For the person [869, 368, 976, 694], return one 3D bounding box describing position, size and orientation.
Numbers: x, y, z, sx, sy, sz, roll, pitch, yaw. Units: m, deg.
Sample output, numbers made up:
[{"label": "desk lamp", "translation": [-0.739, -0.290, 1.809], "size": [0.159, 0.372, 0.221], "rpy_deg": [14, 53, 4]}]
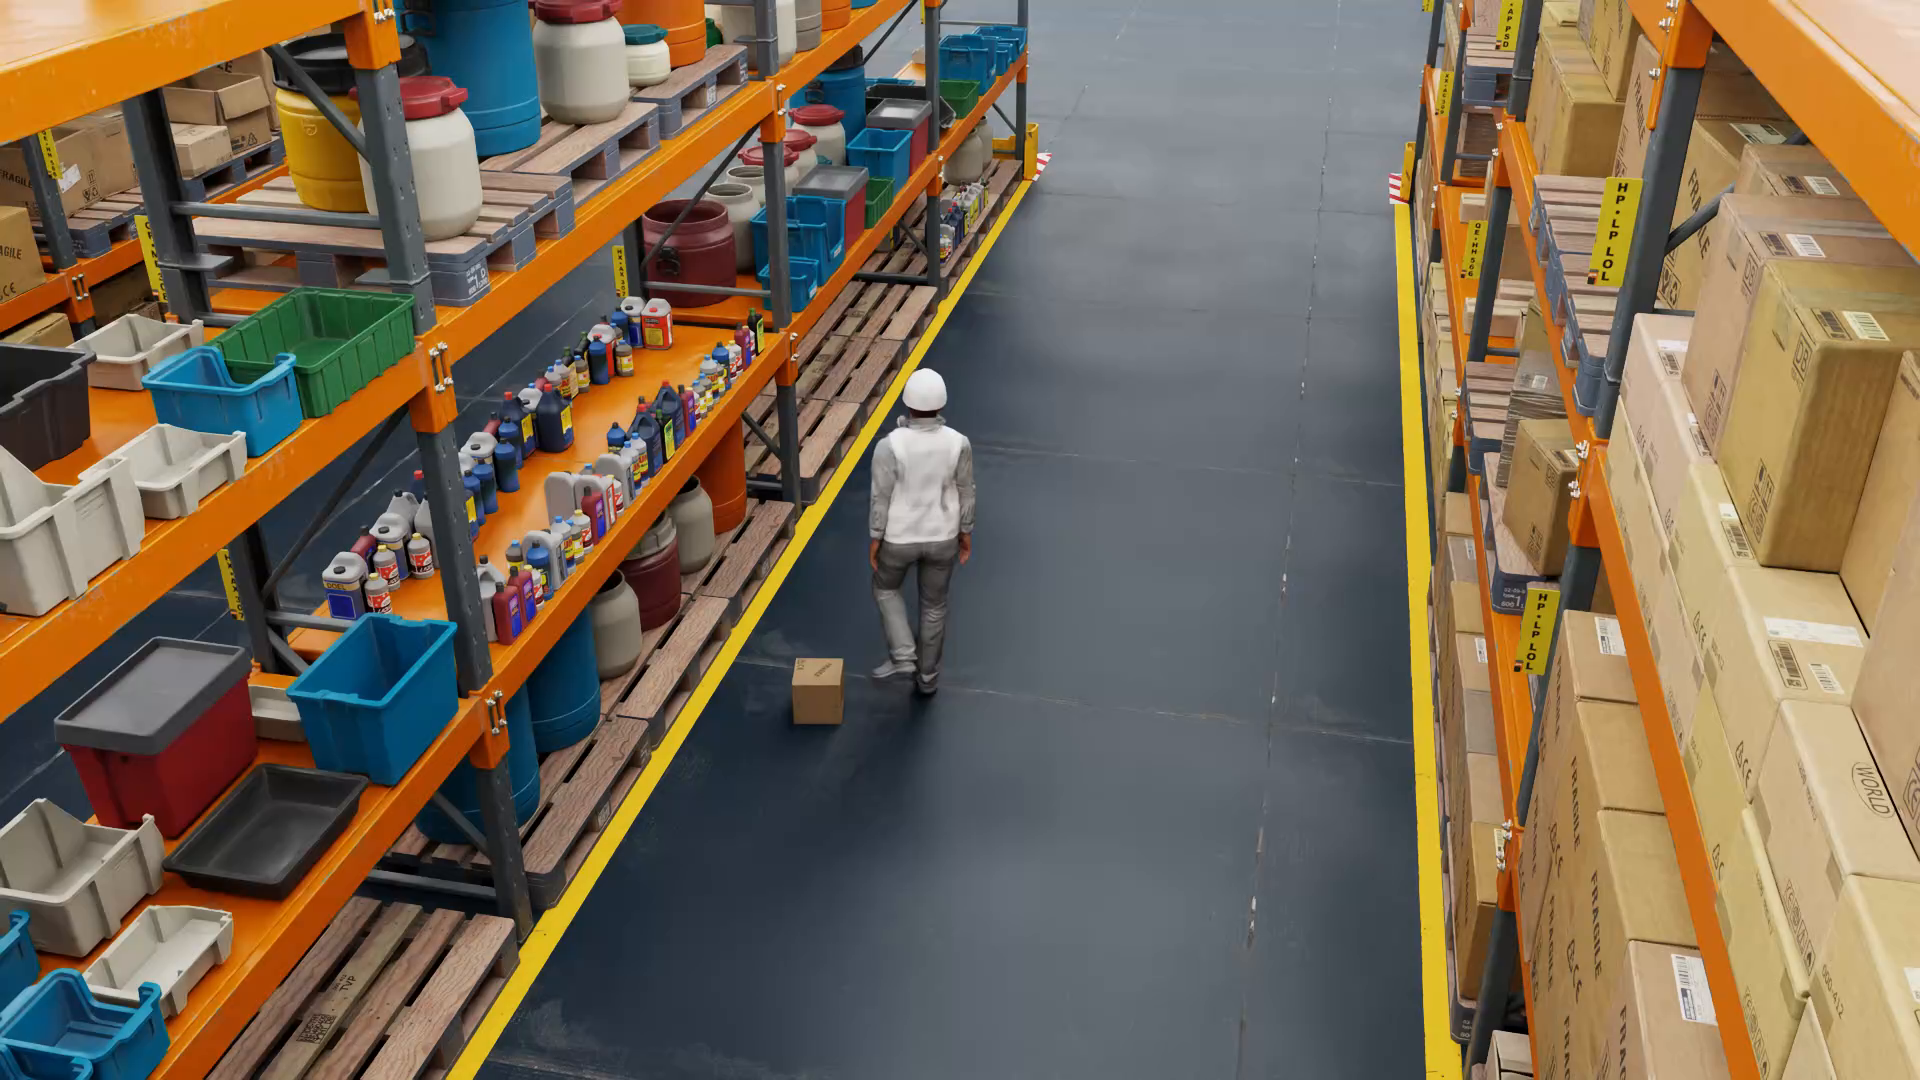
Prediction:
[{"label": "person", "translation": [-0.203, -0.029, 8.623], "size": [0.580, 1.765, 0.498], "rpy_deg": [-5, 29, -9]}]
